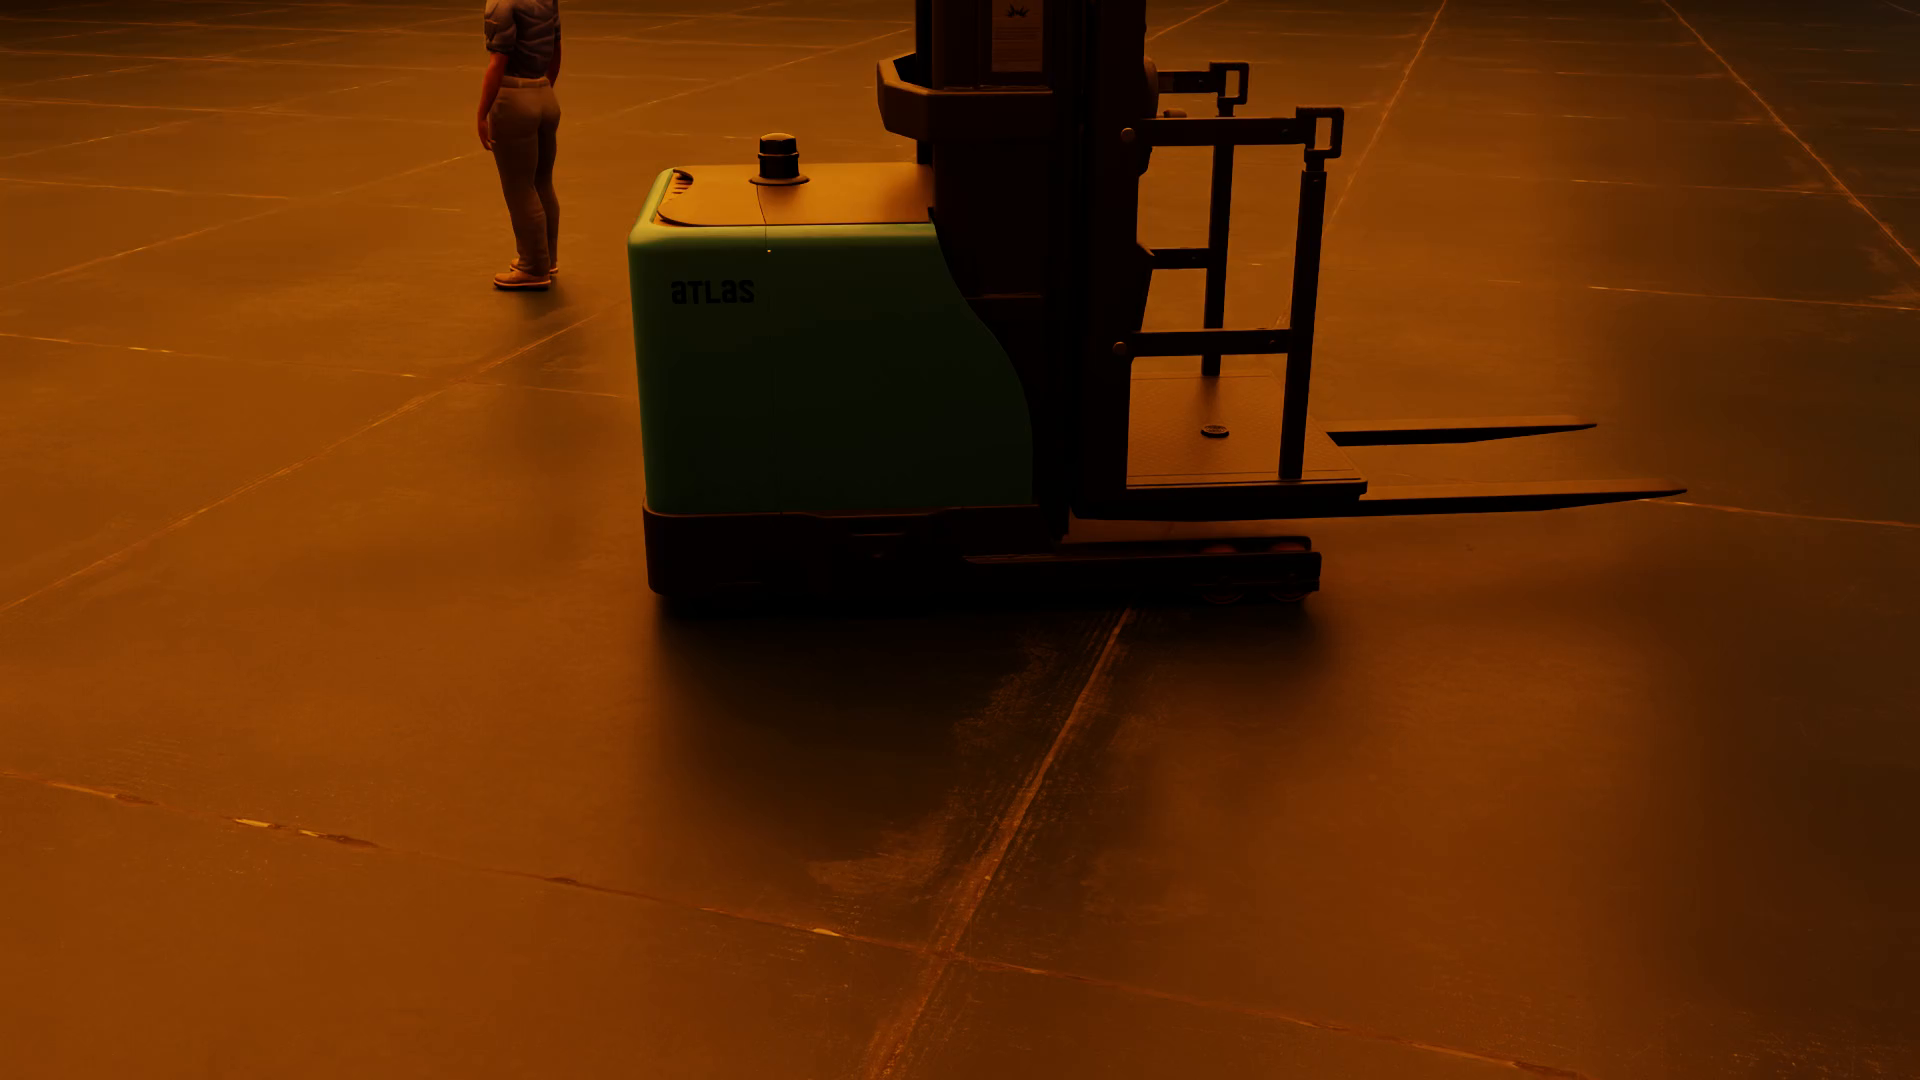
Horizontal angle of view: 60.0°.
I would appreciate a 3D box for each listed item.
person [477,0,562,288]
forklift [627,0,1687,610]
[{"bbox_3d":[-2.116,-2.008,7.813,0.504,1.643,0.570,9,24,20],"label":"person"},{"bbox_3d":[0.606,-1.374,4.608,3.031,2.935,1.130,-2,23,-4],"label":"forklift"}]
